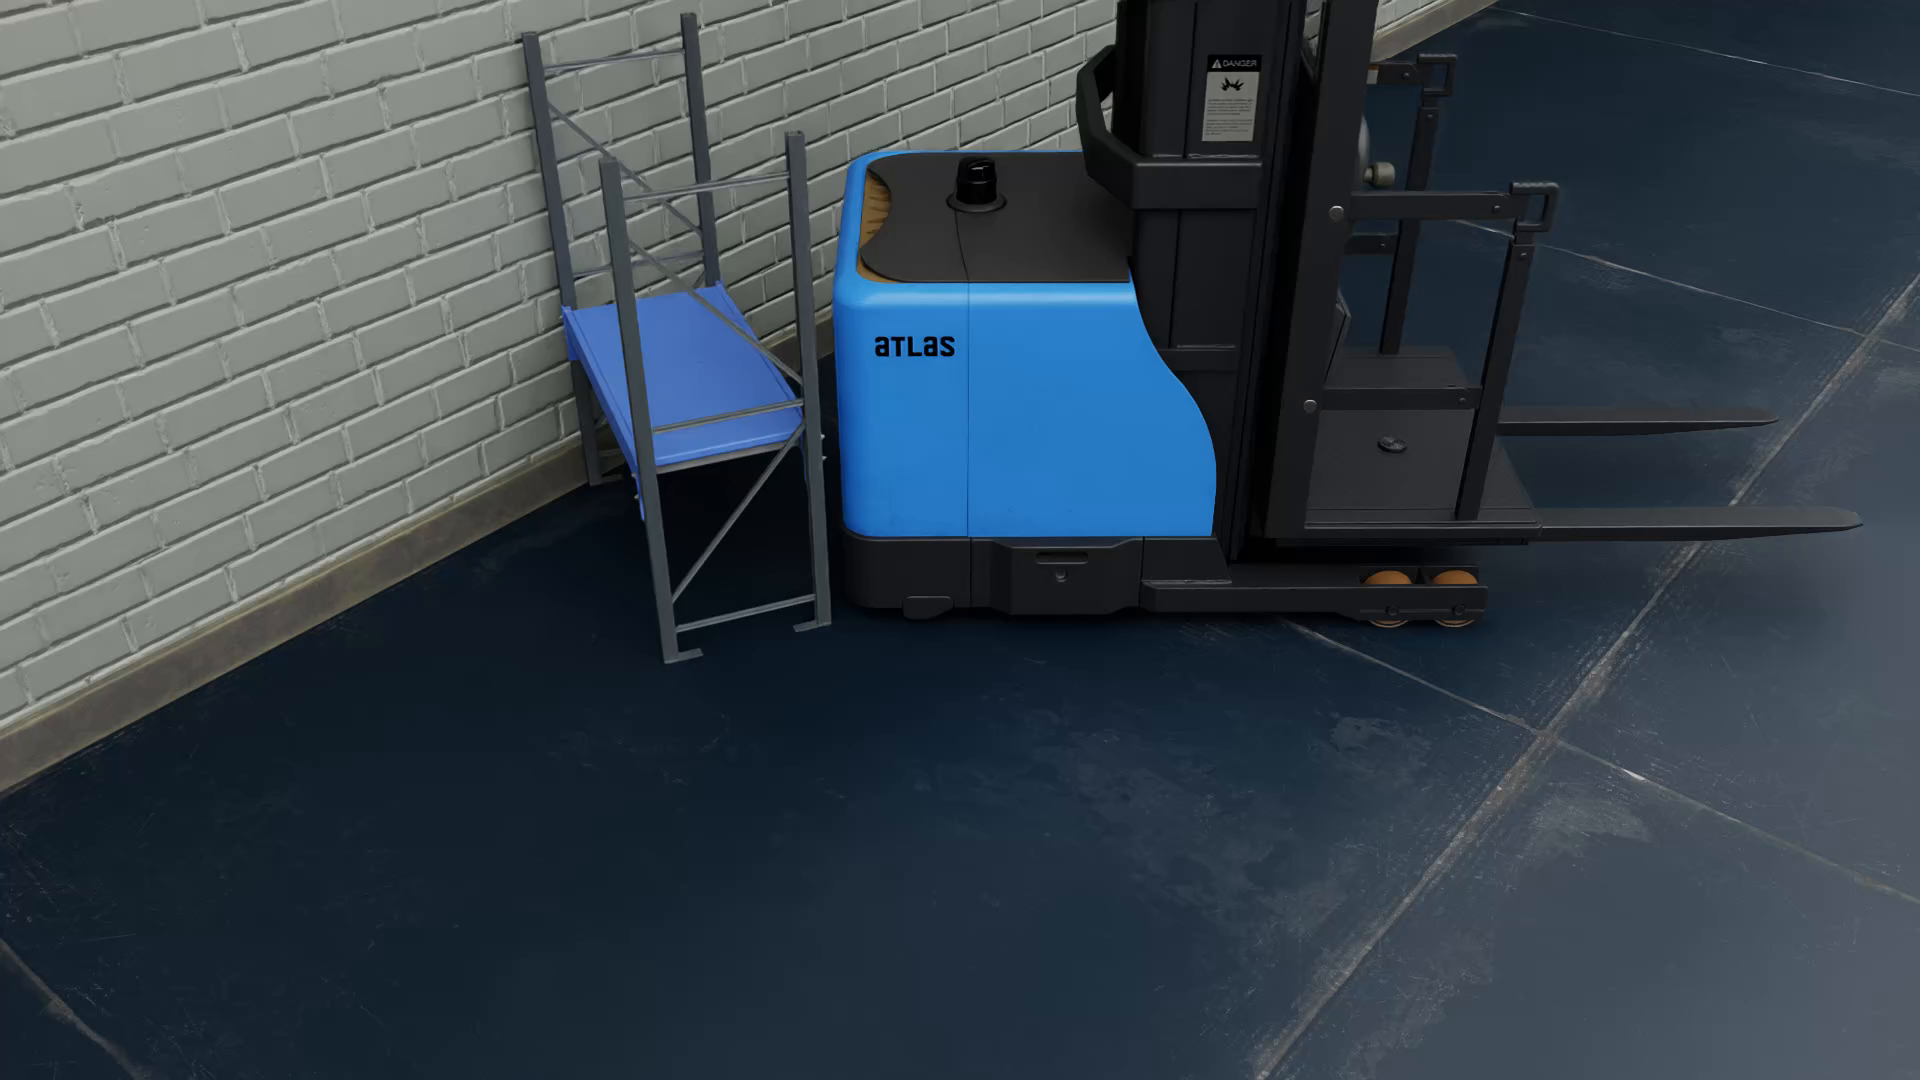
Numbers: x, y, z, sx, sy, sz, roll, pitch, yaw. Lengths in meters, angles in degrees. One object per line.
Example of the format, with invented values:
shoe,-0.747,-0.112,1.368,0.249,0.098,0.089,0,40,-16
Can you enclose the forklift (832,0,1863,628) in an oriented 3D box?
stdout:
forklift,1.162,-1.254,4.486,3.031,2.935,1.130,0,34,0

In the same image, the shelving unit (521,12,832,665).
shelving unit,-0.806,-0.590,4.784,0.538,1.500,1.048,-13,37,-18

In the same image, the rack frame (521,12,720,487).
rack frame,-0.999,-0.856,5.172,0.500,1.500,0.032,-13,37,-18

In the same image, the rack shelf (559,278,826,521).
rack shelf,-0.806,-0.442,4.886,0.538,0.185,1.000,-13,37,-18

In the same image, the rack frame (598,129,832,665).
rack frame,-0.614,-0.323,4.396,0.500,1.500,0.032,-13,37,-18
